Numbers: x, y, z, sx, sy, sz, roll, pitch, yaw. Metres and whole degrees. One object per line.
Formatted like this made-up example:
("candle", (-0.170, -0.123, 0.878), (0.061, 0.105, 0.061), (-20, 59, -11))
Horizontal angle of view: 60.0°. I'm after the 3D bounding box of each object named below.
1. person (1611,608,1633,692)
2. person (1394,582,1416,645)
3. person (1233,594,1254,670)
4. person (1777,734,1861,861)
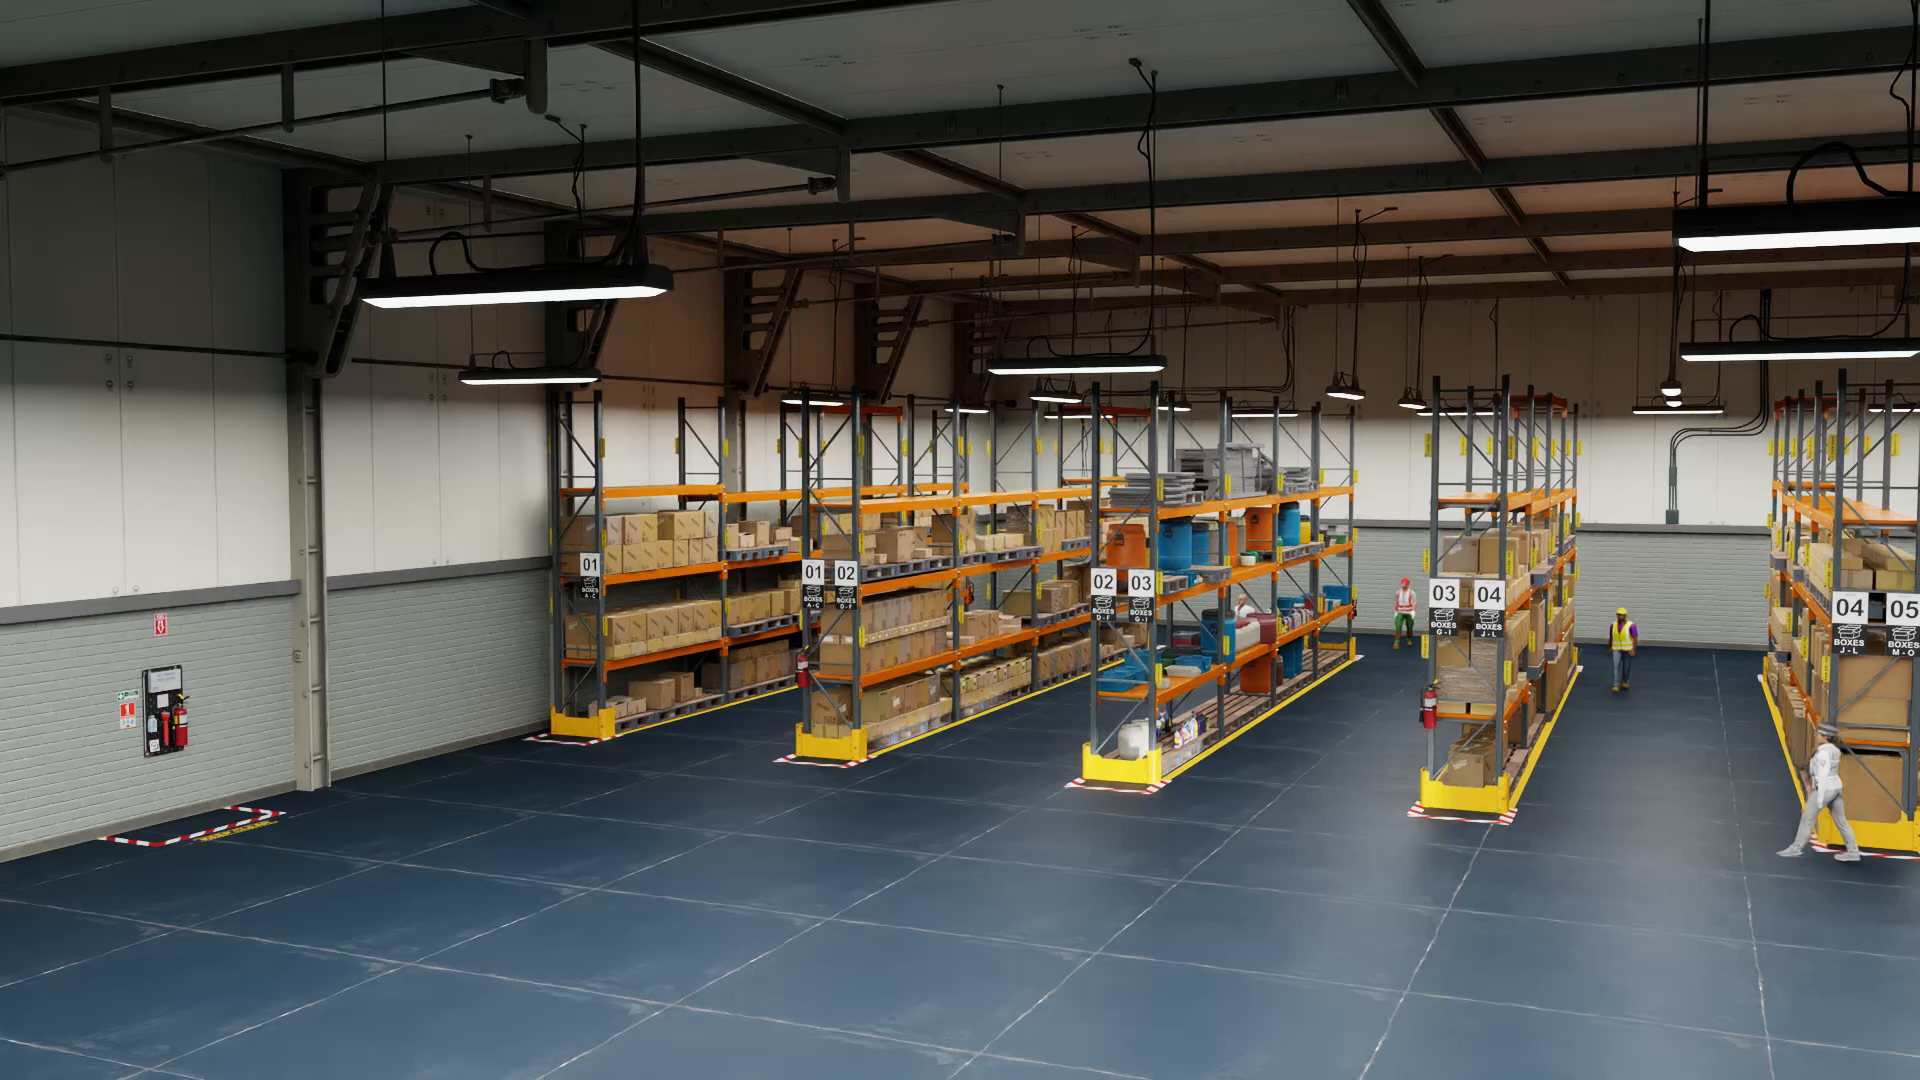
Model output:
("person", (13.590, 2.248, 34.119), (0.432, 1.708, 1.076), (1, 3, 24))
("person", (11.133, 1.810, 41.582), (0.544, 1.624, 0.897), (1, 3, 23))
("person", (6.348, 2.043, 37.163), (1.015, 1.664, 0.601), (-2, 4, -35))
("person", (10.481, 3.071, 20.207), (0.518, 1.632, 0.859), (-3, 4, -39))
